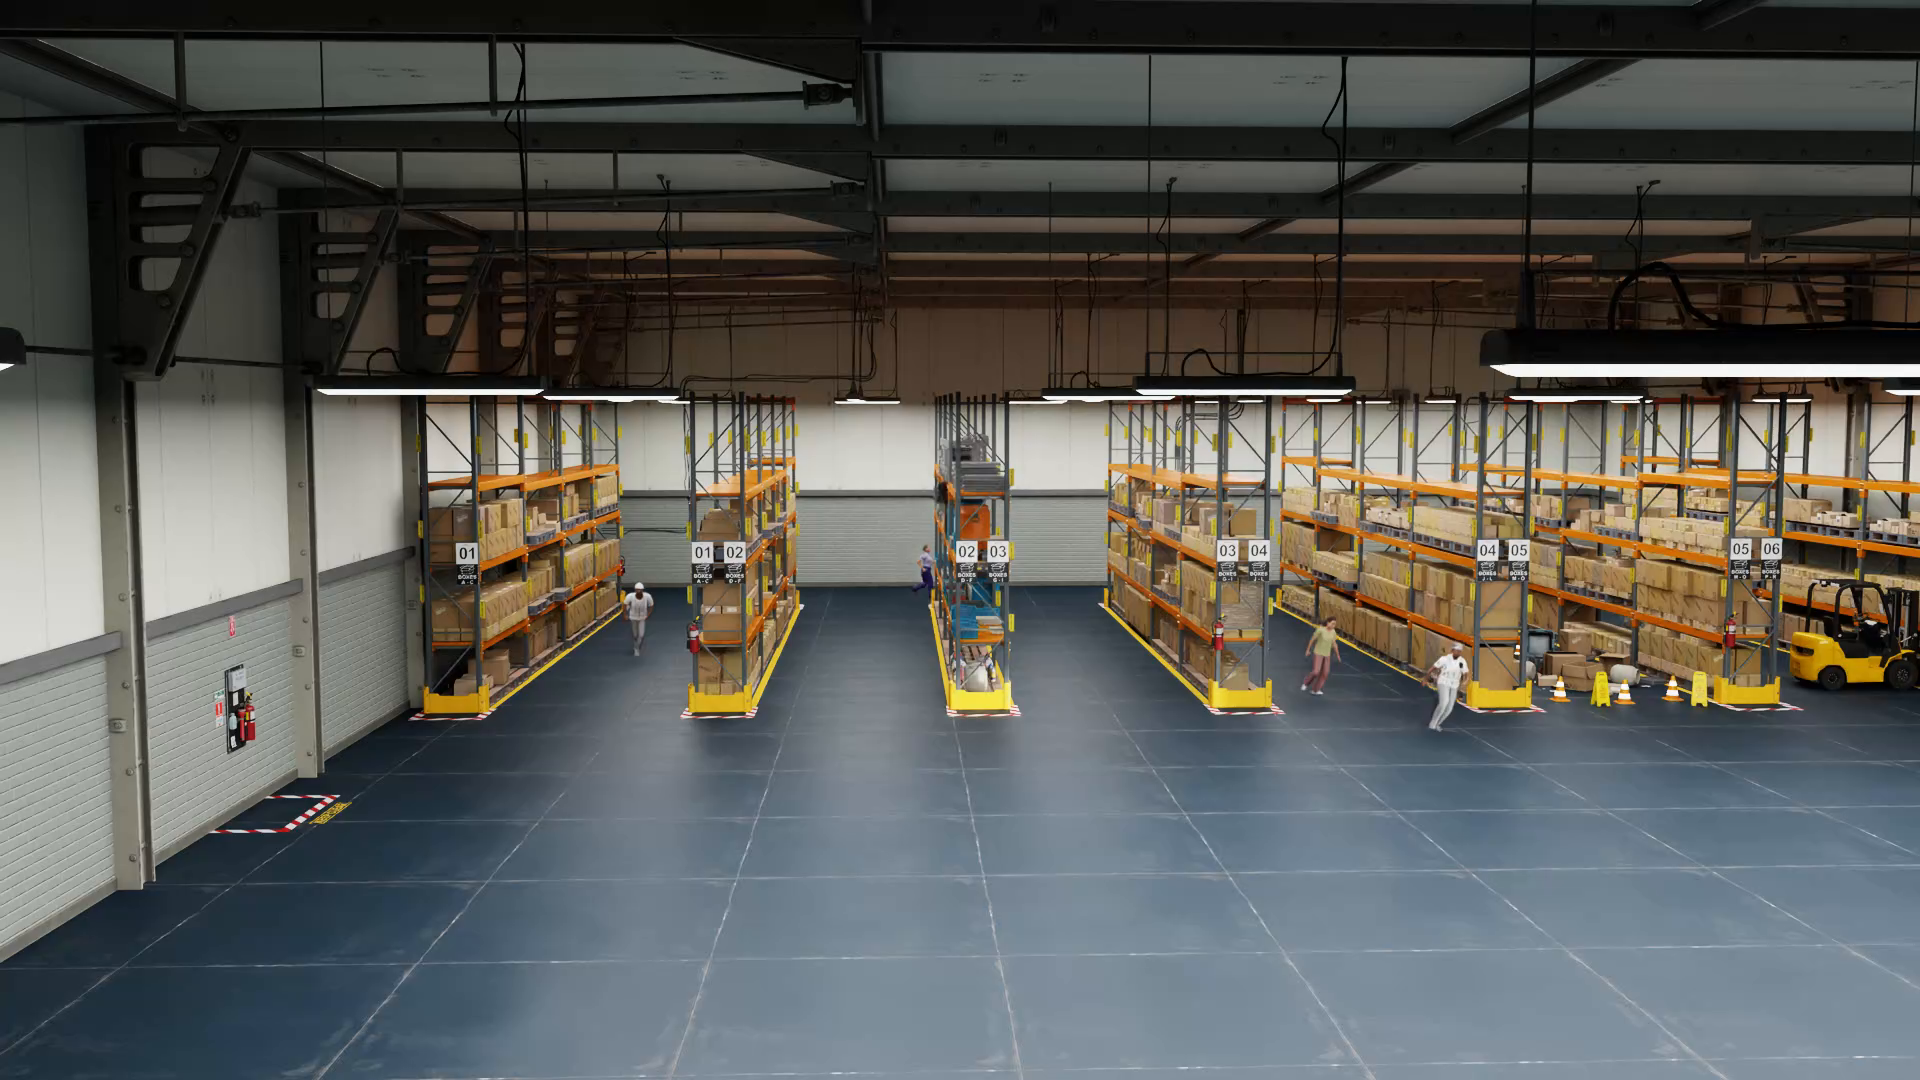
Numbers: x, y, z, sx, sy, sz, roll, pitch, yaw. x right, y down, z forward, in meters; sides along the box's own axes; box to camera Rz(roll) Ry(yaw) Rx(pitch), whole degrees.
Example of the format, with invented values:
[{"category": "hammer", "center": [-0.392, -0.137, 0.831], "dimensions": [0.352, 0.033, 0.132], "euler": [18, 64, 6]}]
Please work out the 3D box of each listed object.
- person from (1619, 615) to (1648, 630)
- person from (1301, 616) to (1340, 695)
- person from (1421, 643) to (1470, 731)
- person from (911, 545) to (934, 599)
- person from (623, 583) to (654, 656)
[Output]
[{"category": "person", "center": [17.238, 1.455, 42.563], "dimensions": [0.666, 1.749, 1.001], "euler": [-1, 5, -14]}, {"category": "person", "center": [7.152, 2.276, 32.959], "dimensions": [0.698, 1.598, 0.593], "euler": [-2, 5, -19]}, {"category": "person", "center": [8.638, 2.607, 29.338], "dimensions": [0.761, 1.608, 0.630], "euler": [-1, 5, -15]}, {"category": "person", "center": [-1.027, 0.946, 49.383], "dimensions": [0.807, 1.625, 0.594], "euler": [1, 5, 7]}, {"category": "person", "center": [-7.403, 1.816, 38.299], "dimensions": [0.702, 1.694, 0.700], "euler": [-1, 5, -16]}]
